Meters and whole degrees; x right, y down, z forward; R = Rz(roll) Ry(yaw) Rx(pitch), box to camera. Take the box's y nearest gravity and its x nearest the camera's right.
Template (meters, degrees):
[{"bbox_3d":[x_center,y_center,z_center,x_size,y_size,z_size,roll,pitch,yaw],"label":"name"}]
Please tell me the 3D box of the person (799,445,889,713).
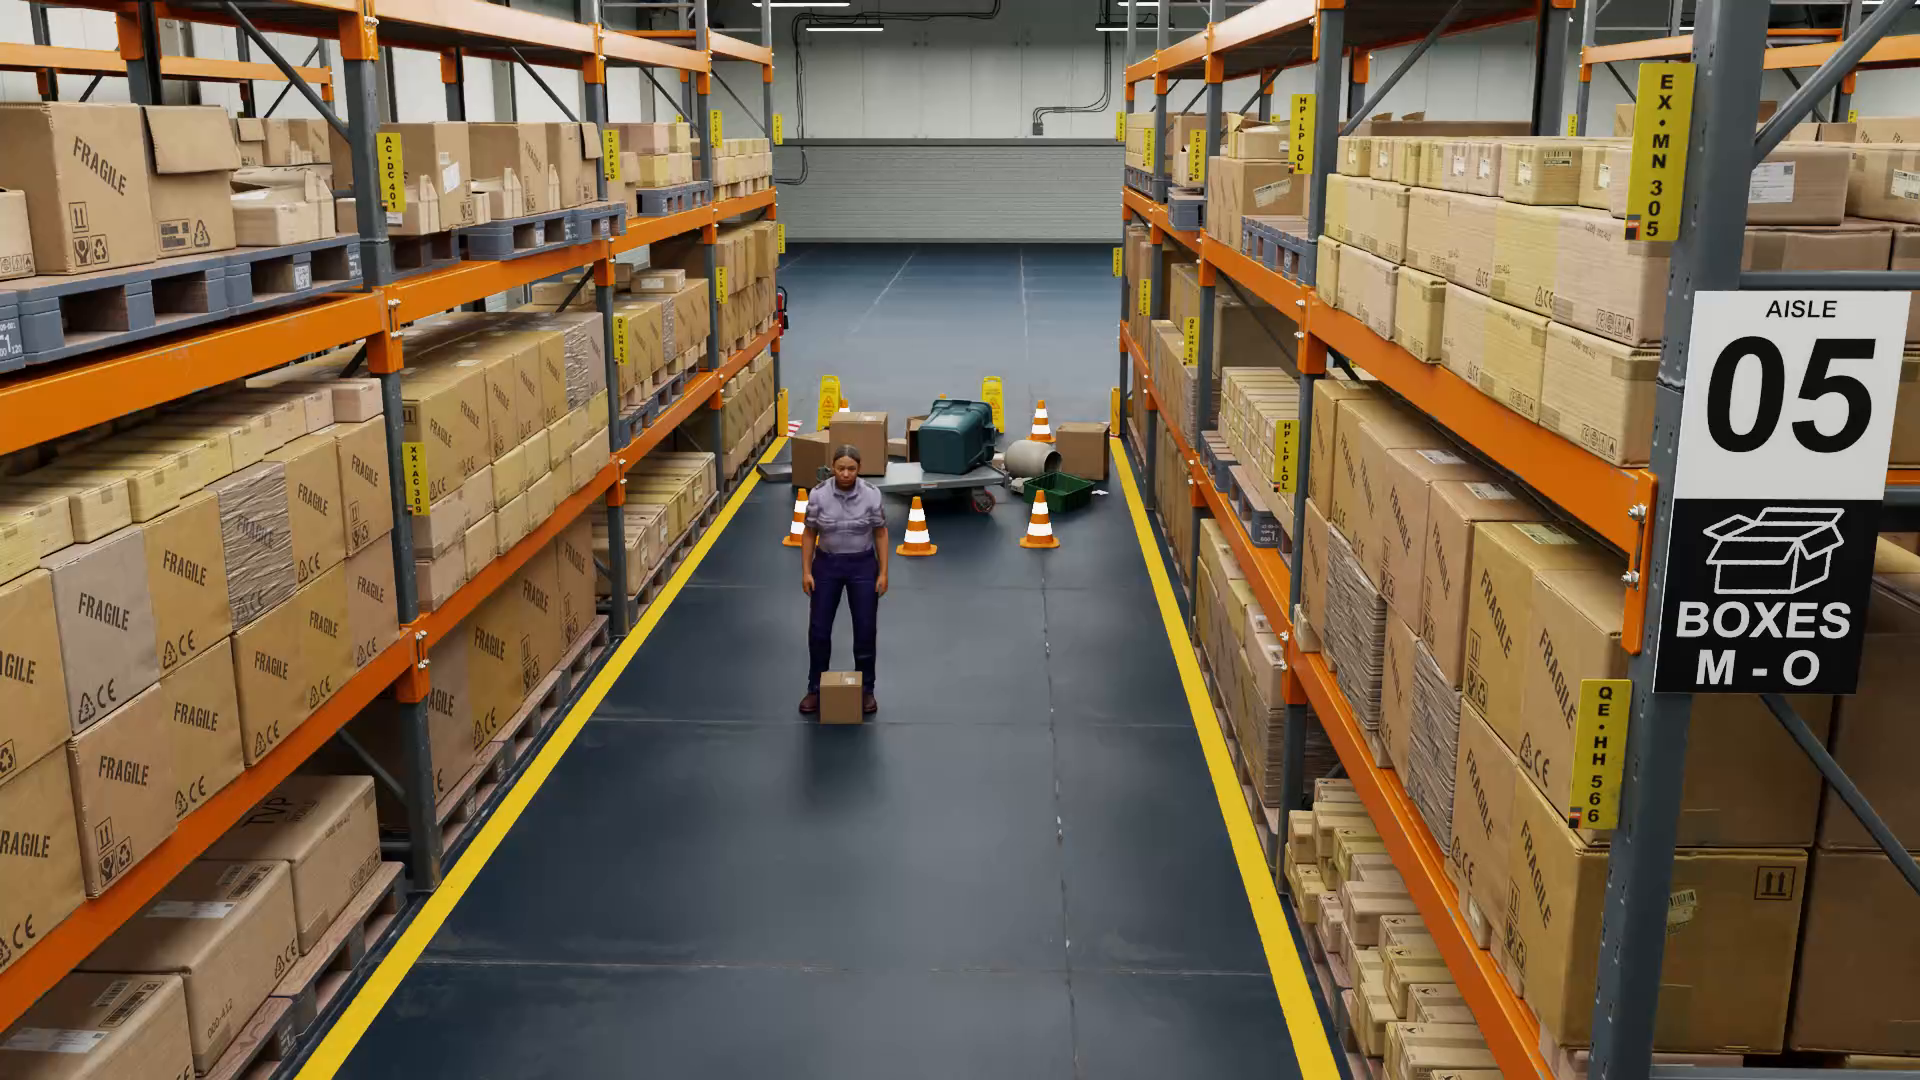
[{"bbox_3d":[-0.713,0.220,10.135,0.564,1.651,0.376,0,14,-2],"label":"person"}]
